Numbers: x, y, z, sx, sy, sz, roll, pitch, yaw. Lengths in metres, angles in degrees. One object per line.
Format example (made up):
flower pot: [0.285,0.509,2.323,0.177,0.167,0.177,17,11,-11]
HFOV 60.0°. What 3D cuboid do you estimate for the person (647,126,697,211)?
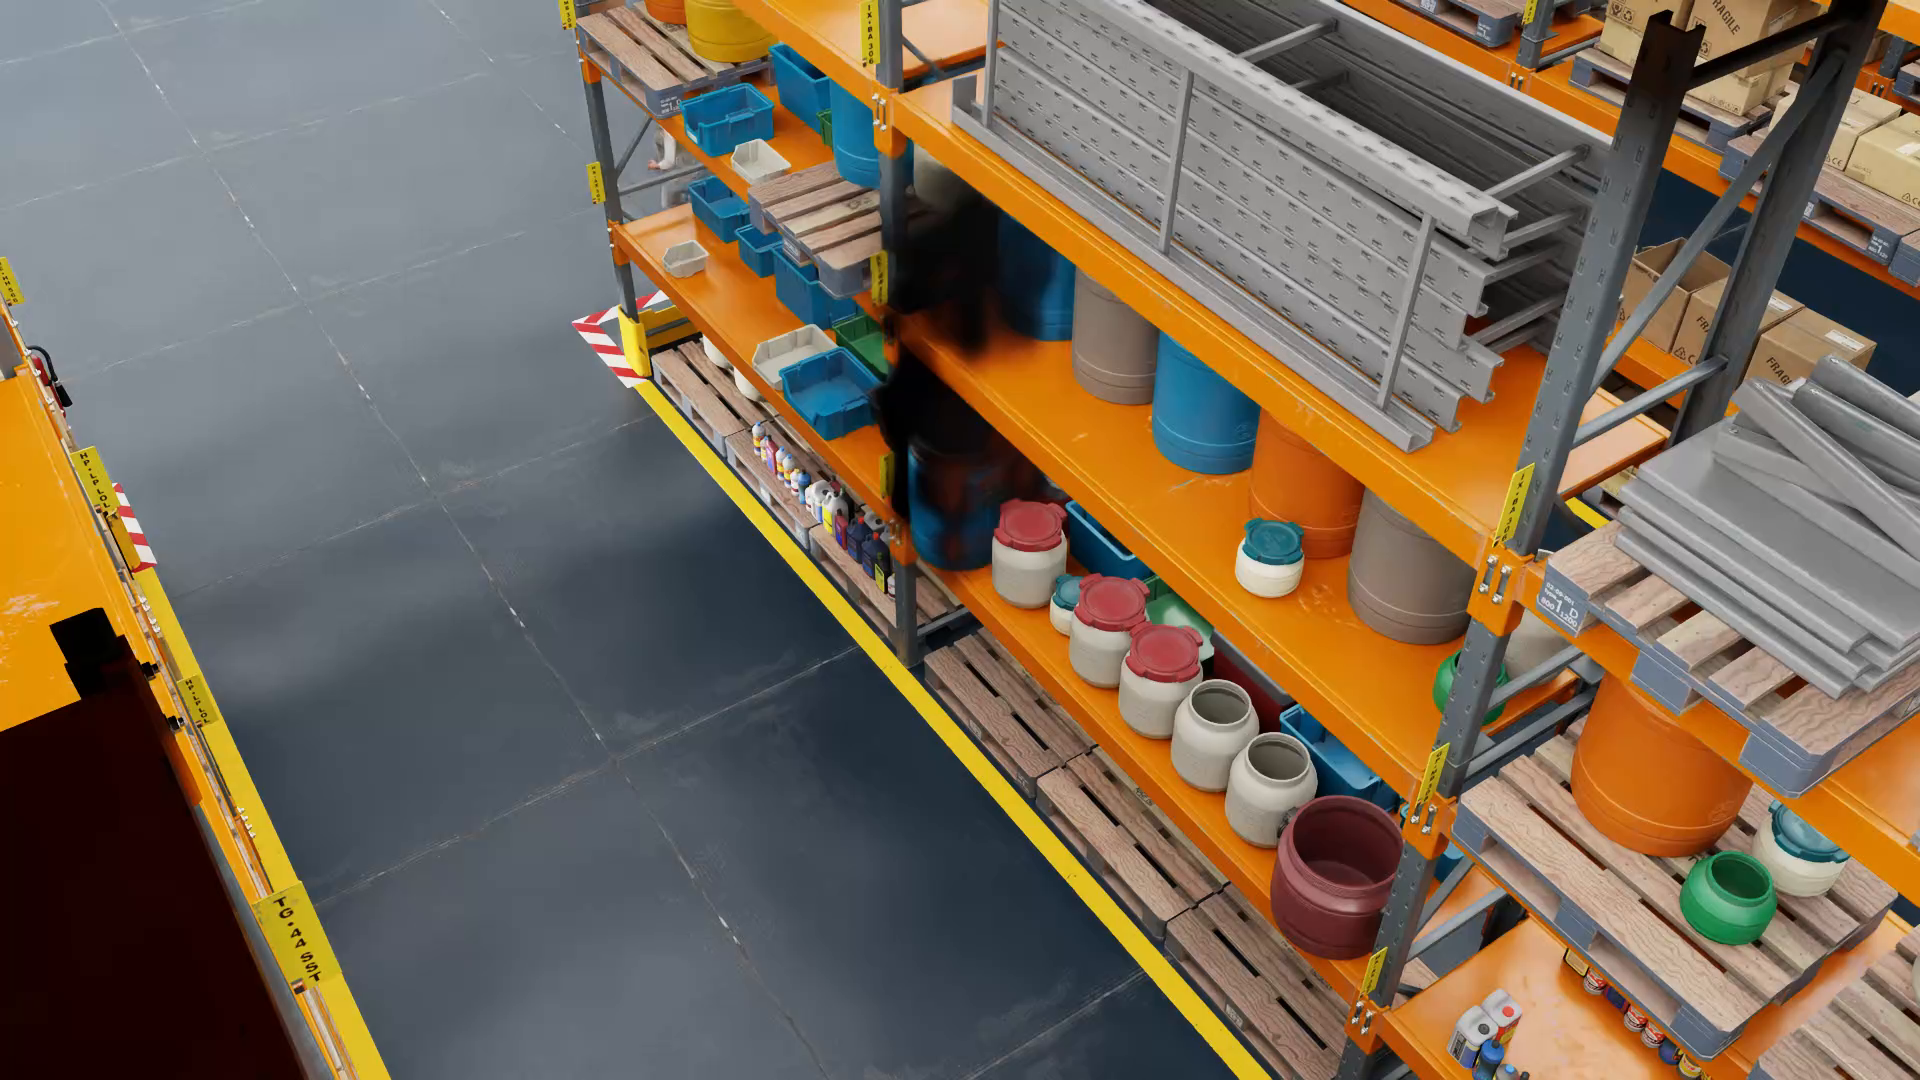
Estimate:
person: [-2.345,-3.082,13.978,0.541,1.543,0.536,10,44,11]
